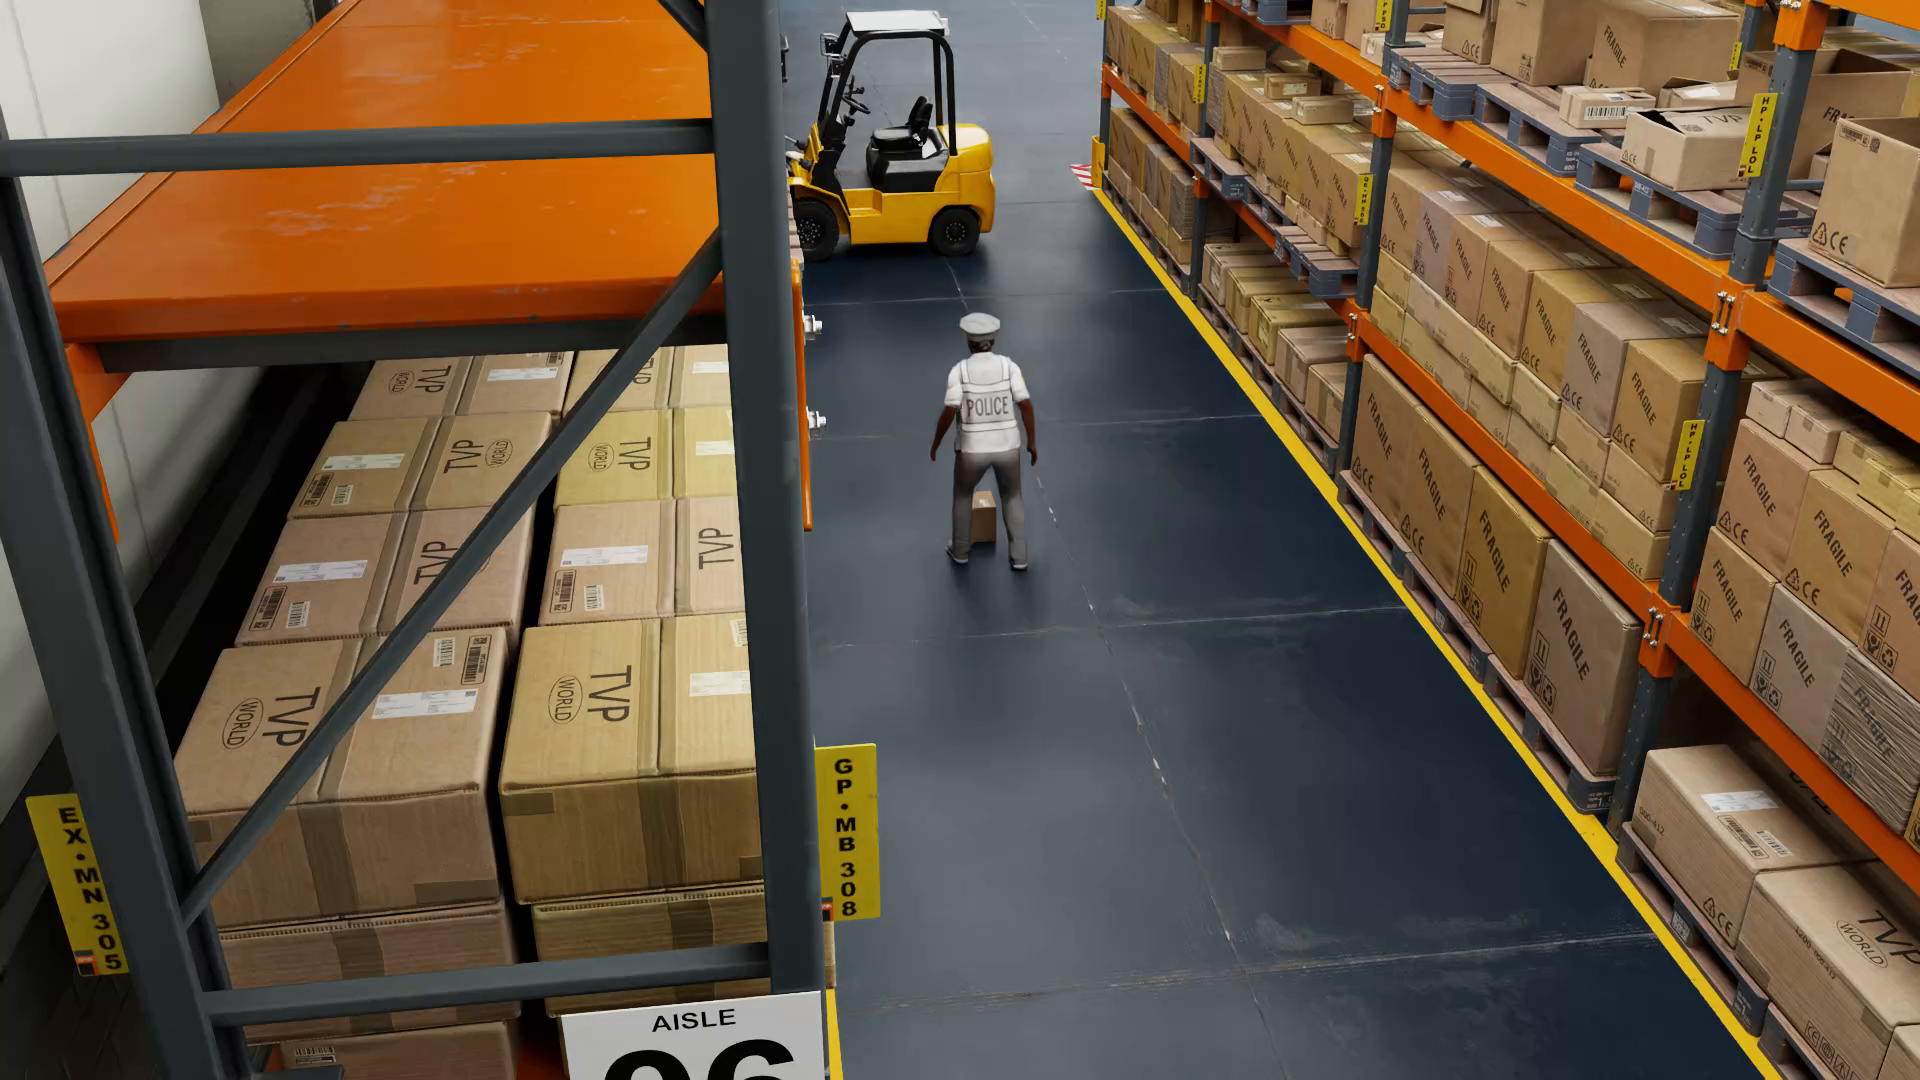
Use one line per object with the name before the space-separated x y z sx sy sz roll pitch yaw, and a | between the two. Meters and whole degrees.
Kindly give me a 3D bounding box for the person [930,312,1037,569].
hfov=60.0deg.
person | 0.151 -0.565 10.258 0.621 1.630 0.525 -3 28 -7
